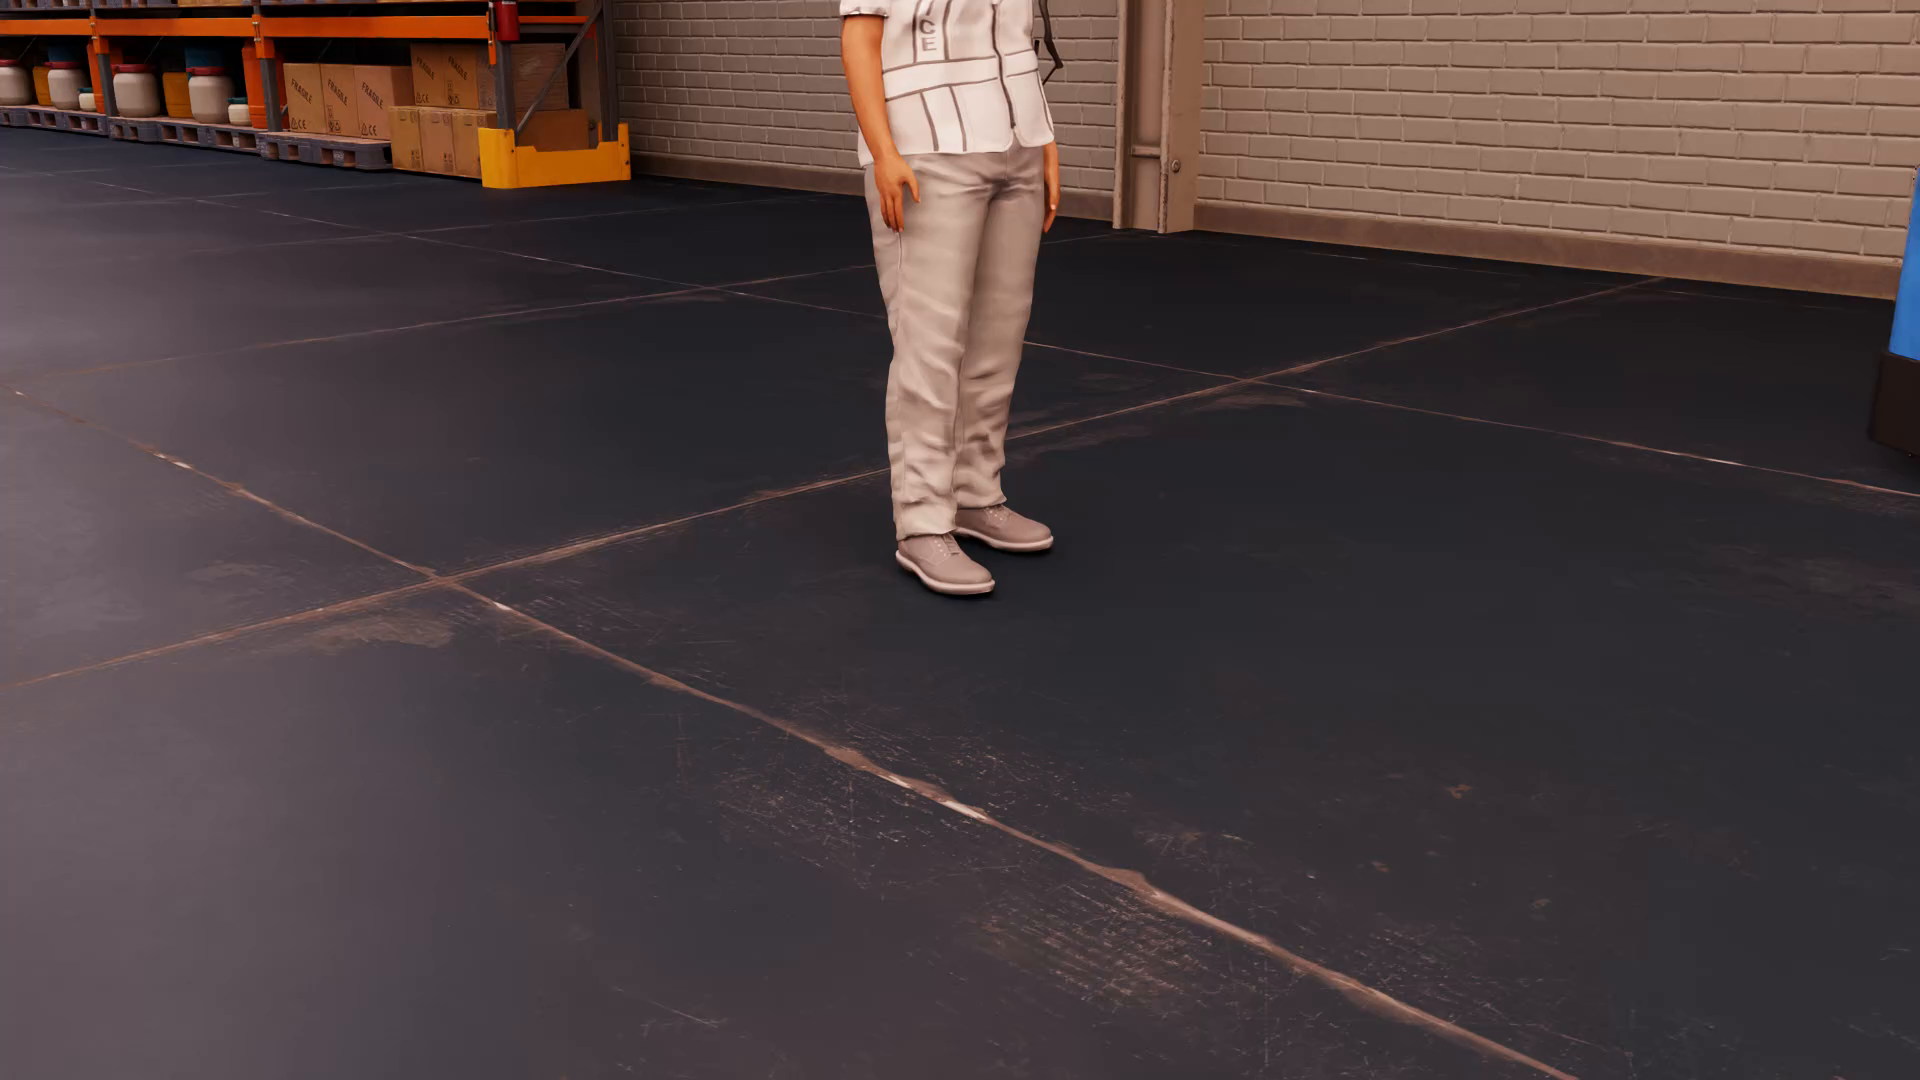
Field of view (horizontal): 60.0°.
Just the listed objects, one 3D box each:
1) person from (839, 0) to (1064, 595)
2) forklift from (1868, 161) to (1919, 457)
[{"bbox_3d":[0.038,-0.782,3.580,0.529,1.670,0.598,16,23,42],"label":"person"},{"bbox_3d":[4.042,-1.534,3.897,3.031,2.935,1.130,-2,17,-7],"label":"forklift"}]
